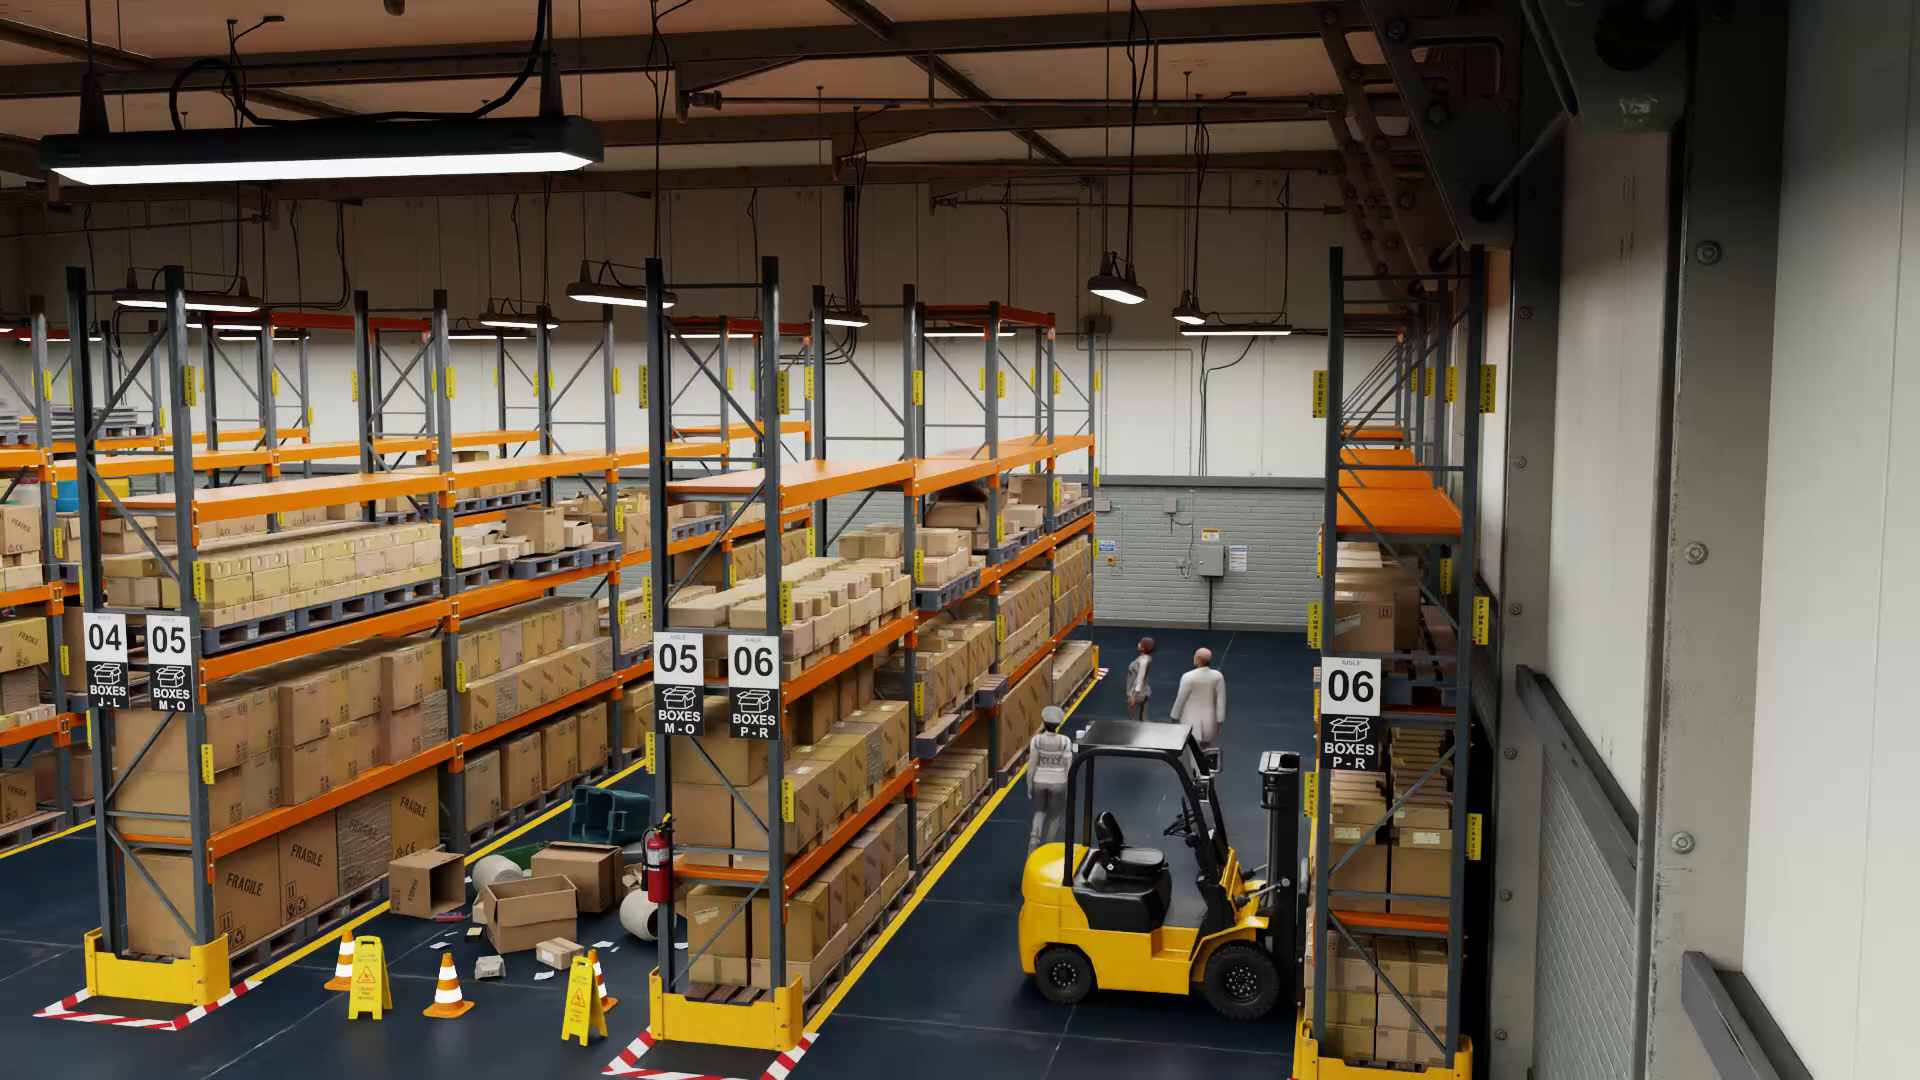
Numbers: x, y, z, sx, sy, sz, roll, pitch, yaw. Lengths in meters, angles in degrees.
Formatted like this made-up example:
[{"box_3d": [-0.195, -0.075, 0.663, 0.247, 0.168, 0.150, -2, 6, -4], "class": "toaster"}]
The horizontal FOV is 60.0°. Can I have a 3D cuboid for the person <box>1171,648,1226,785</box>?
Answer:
[{"box_3d": [2.804, 2.158, 19.534, 0.634, 1.818, 0.574, -1, 6, -7], "class": "person"}]

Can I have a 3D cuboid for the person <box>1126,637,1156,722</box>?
[{"box_3d": [2.317, 2.049, 21.649, 0.400, 1.571, 0.474, 4, 7, 35], "class": "person"}]

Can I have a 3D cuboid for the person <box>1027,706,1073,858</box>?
[{"box_3d": [0.941, 2.558, 17.353, 0.493, 1.678, 0.471, 2, 6, 21], "class": "person"}]
